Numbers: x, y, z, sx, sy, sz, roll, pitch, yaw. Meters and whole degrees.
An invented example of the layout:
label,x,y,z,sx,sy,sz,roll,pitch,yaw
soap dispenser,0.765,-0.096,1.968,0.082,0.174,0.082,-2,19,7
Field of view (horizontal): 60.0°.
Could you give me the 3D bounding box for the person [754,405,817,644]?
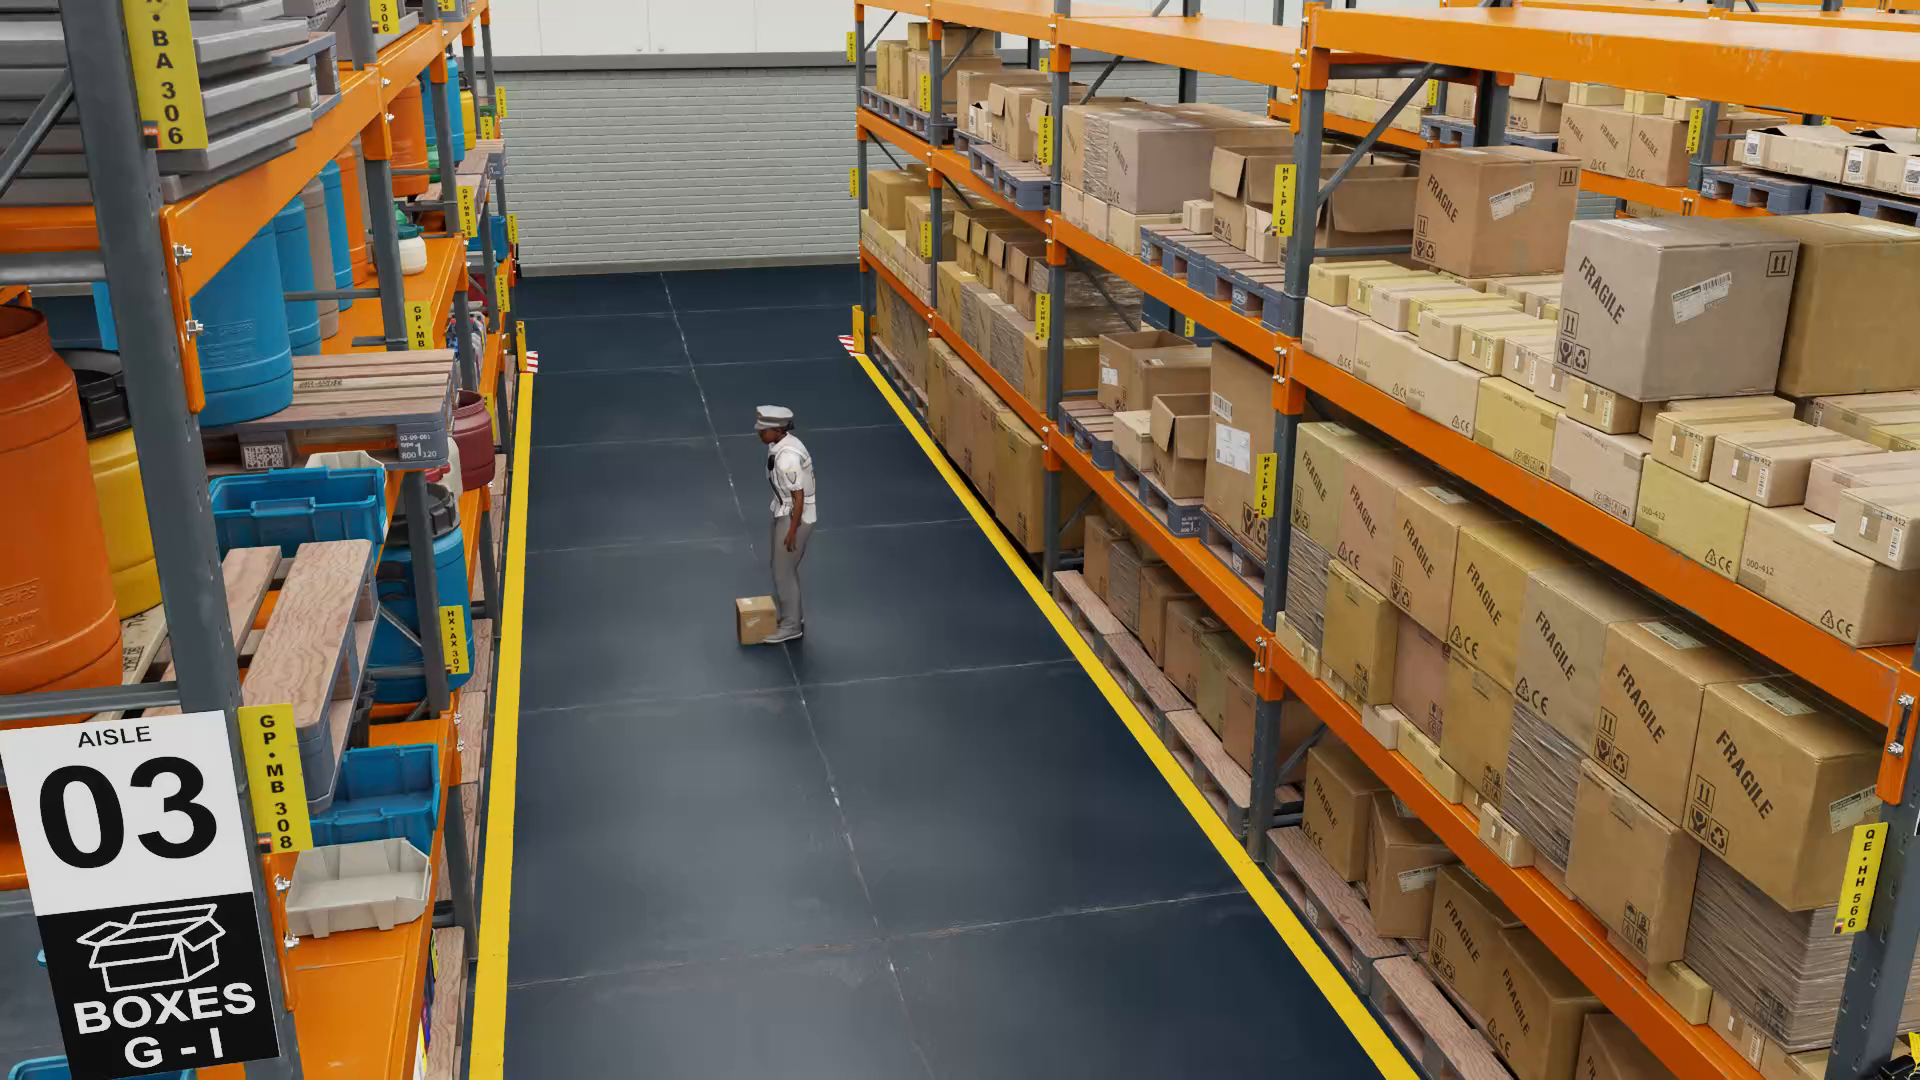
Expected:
label,x,y,z,sx,sy,sz,roll,pitch,yaw
person,-1.207,-0.123,11.418,0.427,1.656,0.518,-6,20,-15
